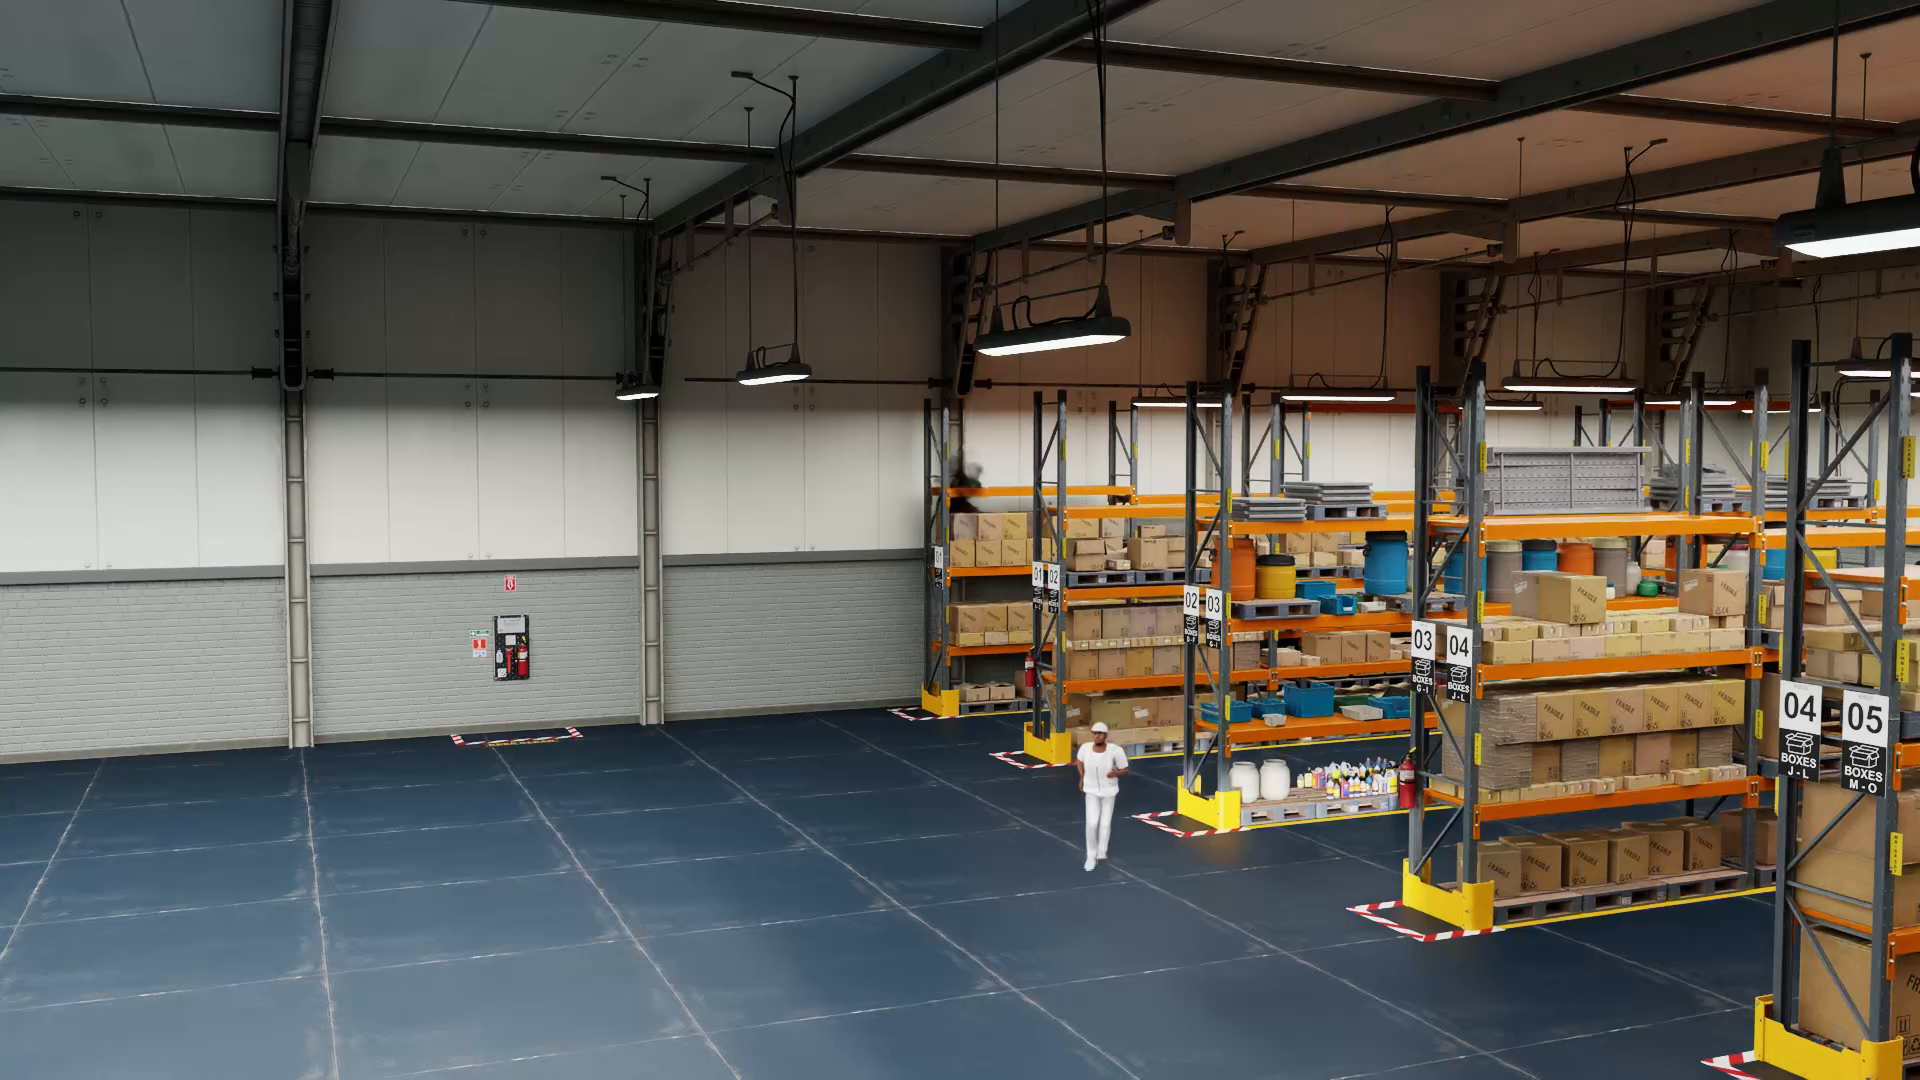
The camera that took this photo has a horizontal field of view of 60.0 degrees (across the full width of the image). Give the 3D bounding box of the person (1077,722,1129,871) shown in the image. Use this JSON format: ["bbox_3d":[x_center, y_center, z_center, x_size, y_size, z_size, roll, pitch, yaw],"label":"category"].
[{"bbox_3d":[1.721,3.112,20.198,0.661,1.825,0.749,1,3,9],"label":"person"}]
